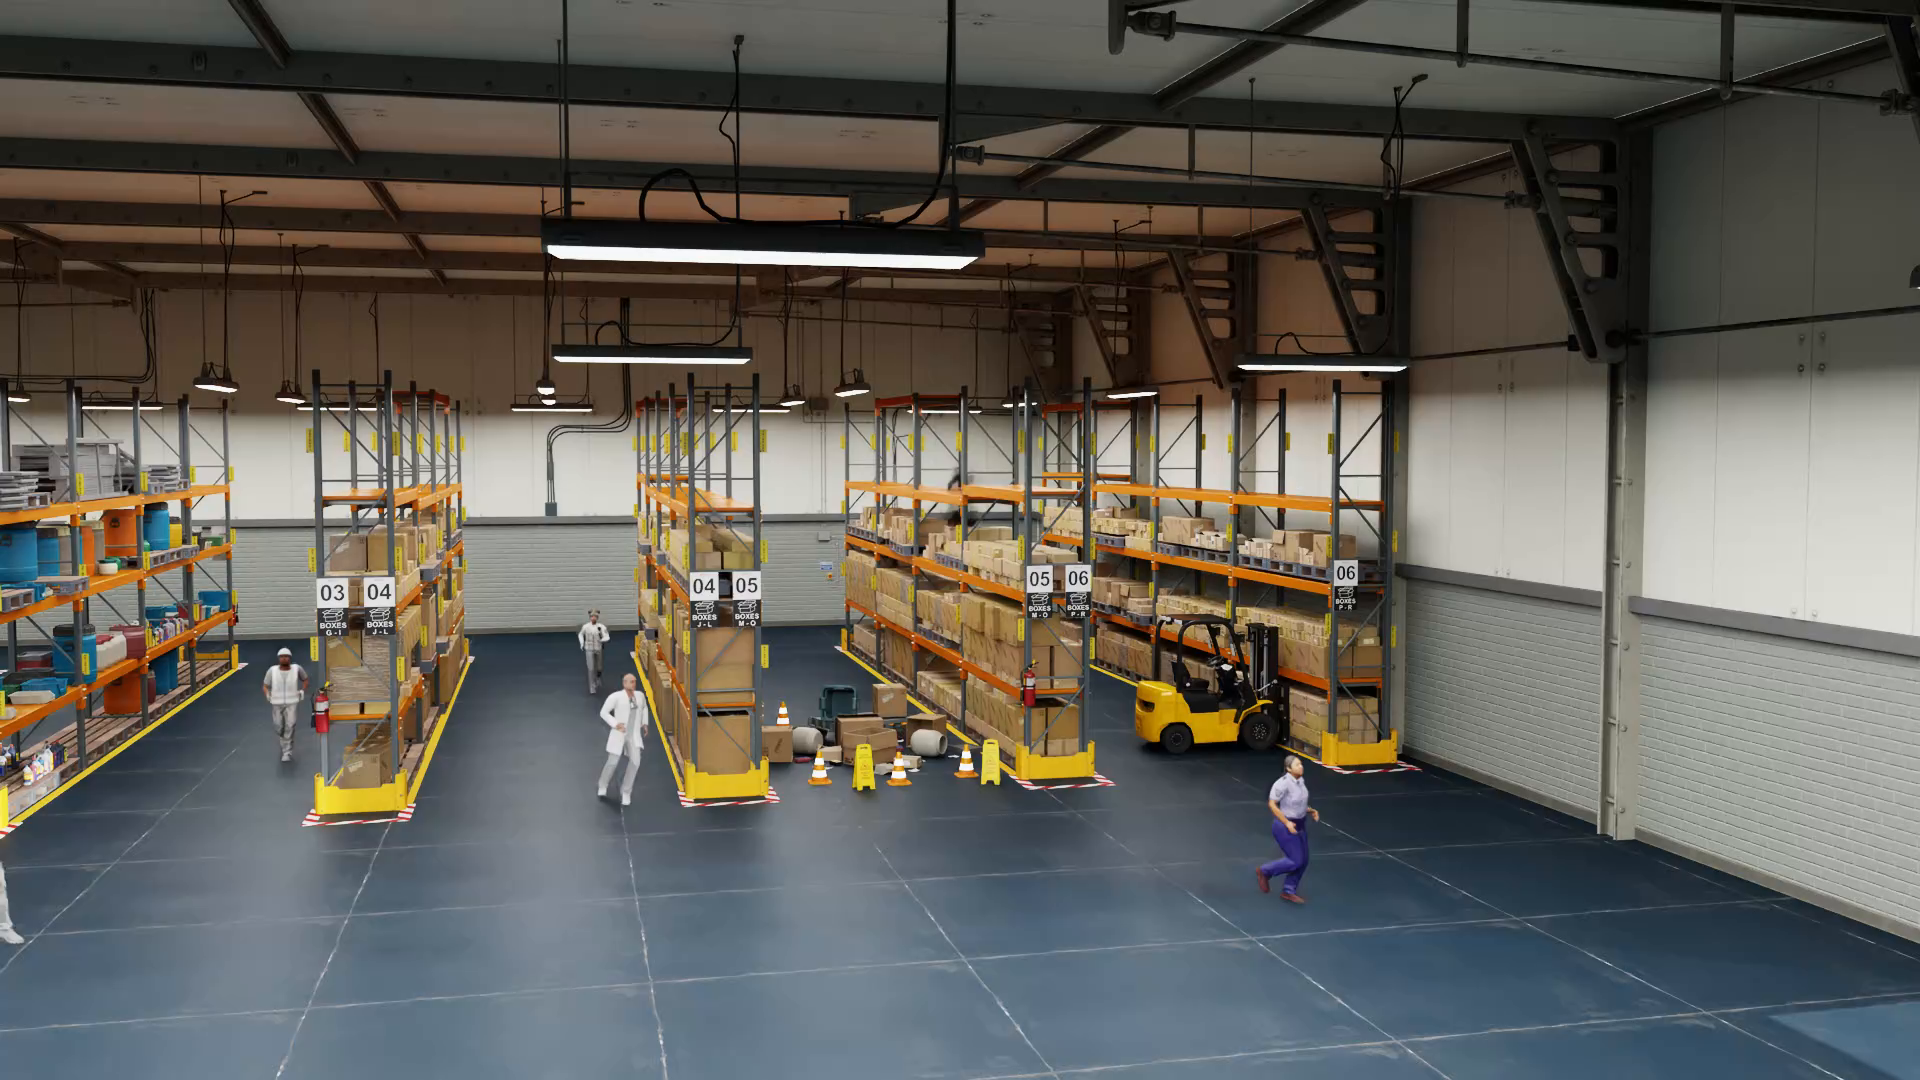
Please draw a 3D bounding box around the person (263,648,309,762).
[{"bbox_3d":[-10.721,2.599,26.452,0.682,1.766,0.856,-1,3,-18],"label":"person"}]

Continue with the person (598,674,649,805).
[{"bbox_3d":[-4.702,2.886,23.425,0.768,1.604,0.779,-2,4,-32],"label":"person"}]

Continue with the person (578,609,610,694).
[{"bbox_3d":[-7.370,2.226,33.489,0.624,1.663,0.856,-1,3,-12],"label":"person"}]

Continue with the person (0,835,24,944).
[{"bbox_3d":[-9.818,3.134,16.568,0.944,1.776,0.691,1,3,13],"label":"person"}]

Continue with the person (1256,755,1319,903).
[{"bbox_3d":[3.609,3.160,18.245,0.596,1.610,0.600,2,4,36],"label":"person"}]
